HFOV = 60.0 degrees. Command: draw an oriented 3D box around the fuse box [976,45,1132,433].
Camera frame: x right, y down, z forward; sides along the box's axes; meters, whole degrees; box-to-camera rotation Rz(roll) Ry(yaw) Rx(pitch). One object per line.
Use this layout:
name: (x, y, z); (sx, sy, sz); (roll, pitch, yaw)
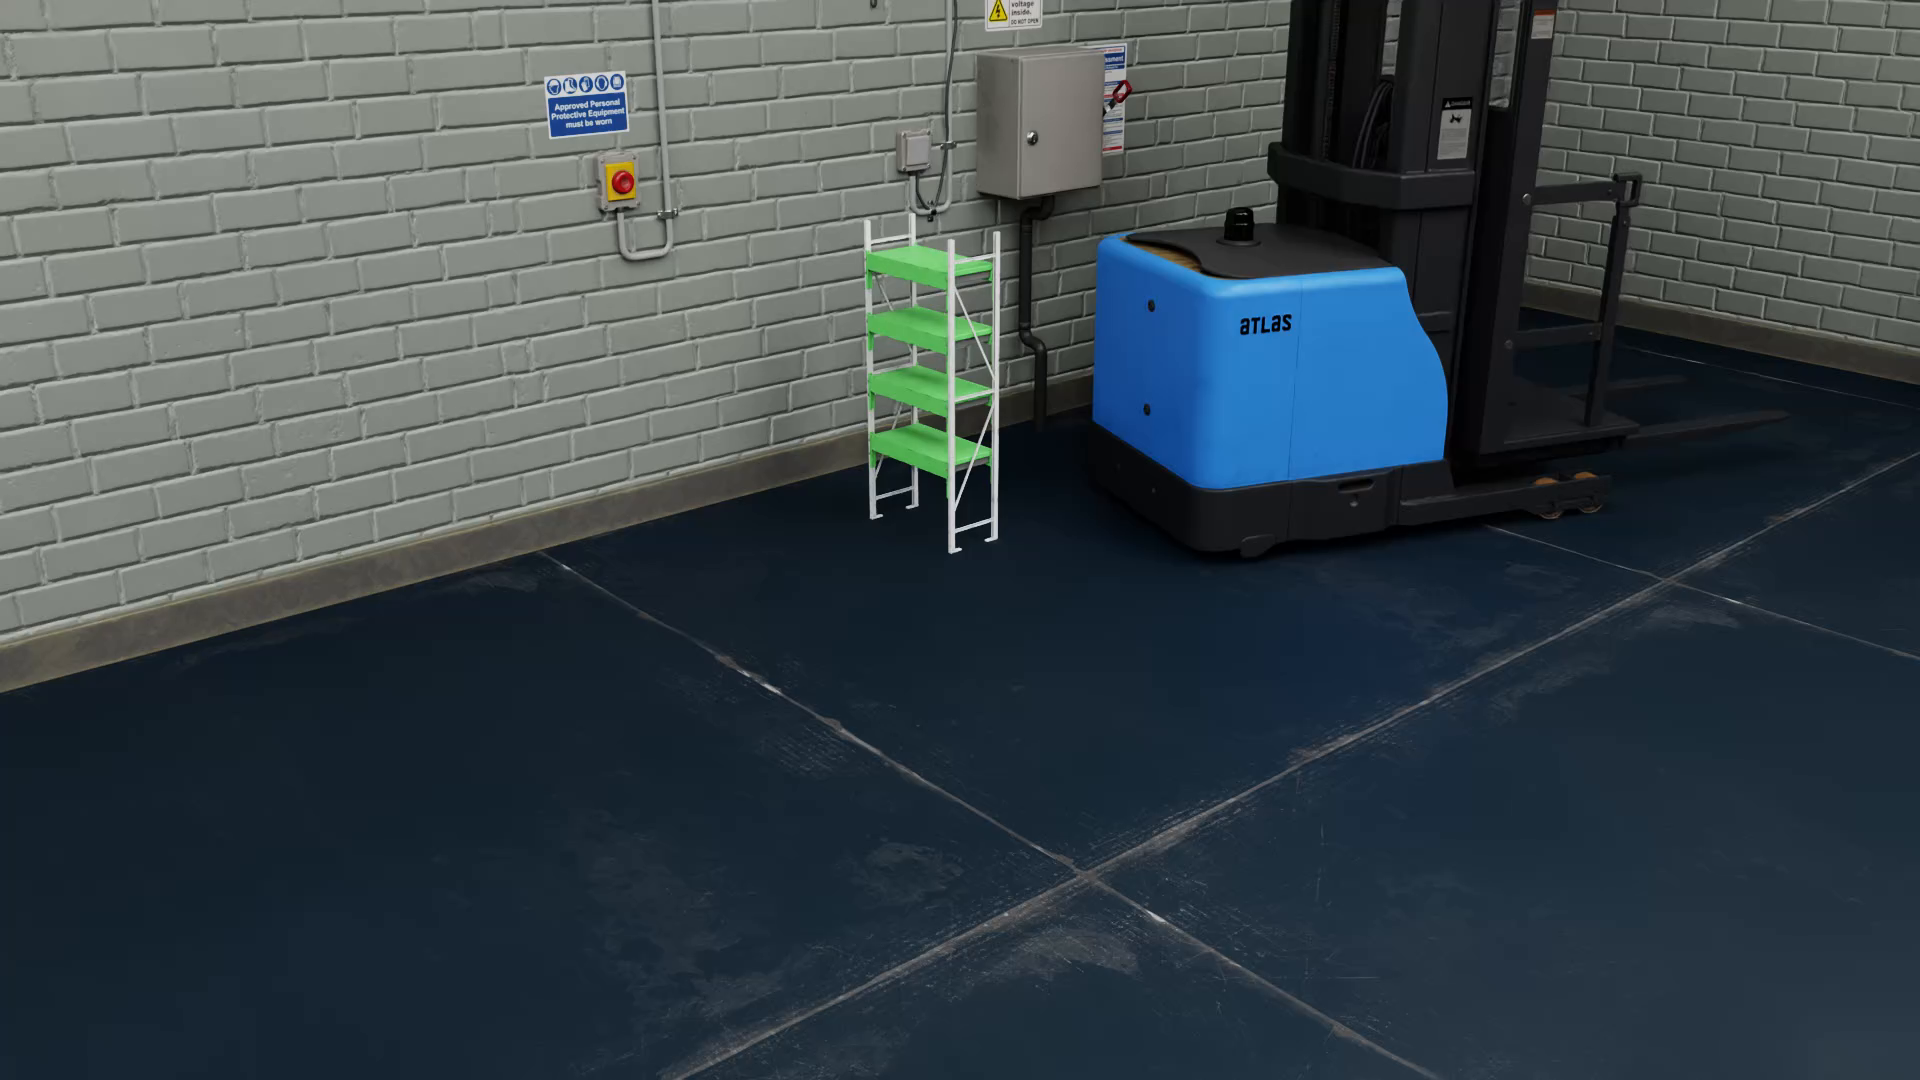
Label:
fuse box: (0.412, -1.308, 7.477); (0.539, 1.711, 0.414); (-17, 27, -37)

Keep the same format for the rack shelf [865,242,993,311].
rack shelf: (-0.108, -0.992, 6.230); (0.258, 0.148, 0.480); (-17, 27, -37)

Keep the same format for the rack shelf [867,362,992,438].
rack shelf: (-0.108, -0.545, 6.405); (0.258, 0.148, 0.480); (-17, 27, -37)

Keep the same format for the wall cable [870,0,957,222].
wall cable: (-0.208, -2.262, 6.753); (0.588, 1.984, 0.122); (-17, 27, -37)

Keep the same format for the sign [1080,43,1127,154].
sign: (0.651, -2.038, 7.706); (0.329, 0.494, 0.001); (-17, 27, -37)

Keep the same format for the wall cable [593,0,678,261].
wall cable: (-1.274, -1.936, 5.877); (0.585, 1.953, 0.123); (-17, 27, -37)

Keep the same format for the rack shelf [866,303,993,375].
rack shelf: (-0.108, -0.768, 6.318); (0.258, 0.148, 0.480); (-17, 27, -37)

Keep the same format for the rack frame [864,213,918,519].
rack frame: (-0.267, -0.672, 6.554); (0.240, 1.200, 0.015); (-17, 27, -37)

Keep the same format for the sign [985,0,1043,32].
sign: (0.235, -2.336, 7.204); (0.339, 0.242, 0.001); (-17, 27, -37)

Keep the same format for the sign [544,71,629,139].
sign: (-1.351, -1.579, 6.033); (0.327, 0.218, 0.001); (-17, 27, -37)

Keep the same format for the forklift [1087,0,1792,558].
forklift: (2.106, -1.618, 6.597); (3.031, 2.935, 1.130); (-8, 23, -20)

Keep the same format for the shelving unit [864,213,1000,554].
shelving unit: (-0.108, -0.604, 6.382); (0.258, 1.200, 0.503); (-17, 27, -37)

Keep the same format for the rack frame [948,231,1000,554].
rack frame: (0.051, -0.537, 6.210); (0.240, 1.200, 0.015); (-17, 27, -37)

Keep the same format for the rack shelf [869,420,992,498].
rack shelf: (-0.108, -0.321, 6.493); (0.258, 0.148, 0.480); (-17, 27, -37)
